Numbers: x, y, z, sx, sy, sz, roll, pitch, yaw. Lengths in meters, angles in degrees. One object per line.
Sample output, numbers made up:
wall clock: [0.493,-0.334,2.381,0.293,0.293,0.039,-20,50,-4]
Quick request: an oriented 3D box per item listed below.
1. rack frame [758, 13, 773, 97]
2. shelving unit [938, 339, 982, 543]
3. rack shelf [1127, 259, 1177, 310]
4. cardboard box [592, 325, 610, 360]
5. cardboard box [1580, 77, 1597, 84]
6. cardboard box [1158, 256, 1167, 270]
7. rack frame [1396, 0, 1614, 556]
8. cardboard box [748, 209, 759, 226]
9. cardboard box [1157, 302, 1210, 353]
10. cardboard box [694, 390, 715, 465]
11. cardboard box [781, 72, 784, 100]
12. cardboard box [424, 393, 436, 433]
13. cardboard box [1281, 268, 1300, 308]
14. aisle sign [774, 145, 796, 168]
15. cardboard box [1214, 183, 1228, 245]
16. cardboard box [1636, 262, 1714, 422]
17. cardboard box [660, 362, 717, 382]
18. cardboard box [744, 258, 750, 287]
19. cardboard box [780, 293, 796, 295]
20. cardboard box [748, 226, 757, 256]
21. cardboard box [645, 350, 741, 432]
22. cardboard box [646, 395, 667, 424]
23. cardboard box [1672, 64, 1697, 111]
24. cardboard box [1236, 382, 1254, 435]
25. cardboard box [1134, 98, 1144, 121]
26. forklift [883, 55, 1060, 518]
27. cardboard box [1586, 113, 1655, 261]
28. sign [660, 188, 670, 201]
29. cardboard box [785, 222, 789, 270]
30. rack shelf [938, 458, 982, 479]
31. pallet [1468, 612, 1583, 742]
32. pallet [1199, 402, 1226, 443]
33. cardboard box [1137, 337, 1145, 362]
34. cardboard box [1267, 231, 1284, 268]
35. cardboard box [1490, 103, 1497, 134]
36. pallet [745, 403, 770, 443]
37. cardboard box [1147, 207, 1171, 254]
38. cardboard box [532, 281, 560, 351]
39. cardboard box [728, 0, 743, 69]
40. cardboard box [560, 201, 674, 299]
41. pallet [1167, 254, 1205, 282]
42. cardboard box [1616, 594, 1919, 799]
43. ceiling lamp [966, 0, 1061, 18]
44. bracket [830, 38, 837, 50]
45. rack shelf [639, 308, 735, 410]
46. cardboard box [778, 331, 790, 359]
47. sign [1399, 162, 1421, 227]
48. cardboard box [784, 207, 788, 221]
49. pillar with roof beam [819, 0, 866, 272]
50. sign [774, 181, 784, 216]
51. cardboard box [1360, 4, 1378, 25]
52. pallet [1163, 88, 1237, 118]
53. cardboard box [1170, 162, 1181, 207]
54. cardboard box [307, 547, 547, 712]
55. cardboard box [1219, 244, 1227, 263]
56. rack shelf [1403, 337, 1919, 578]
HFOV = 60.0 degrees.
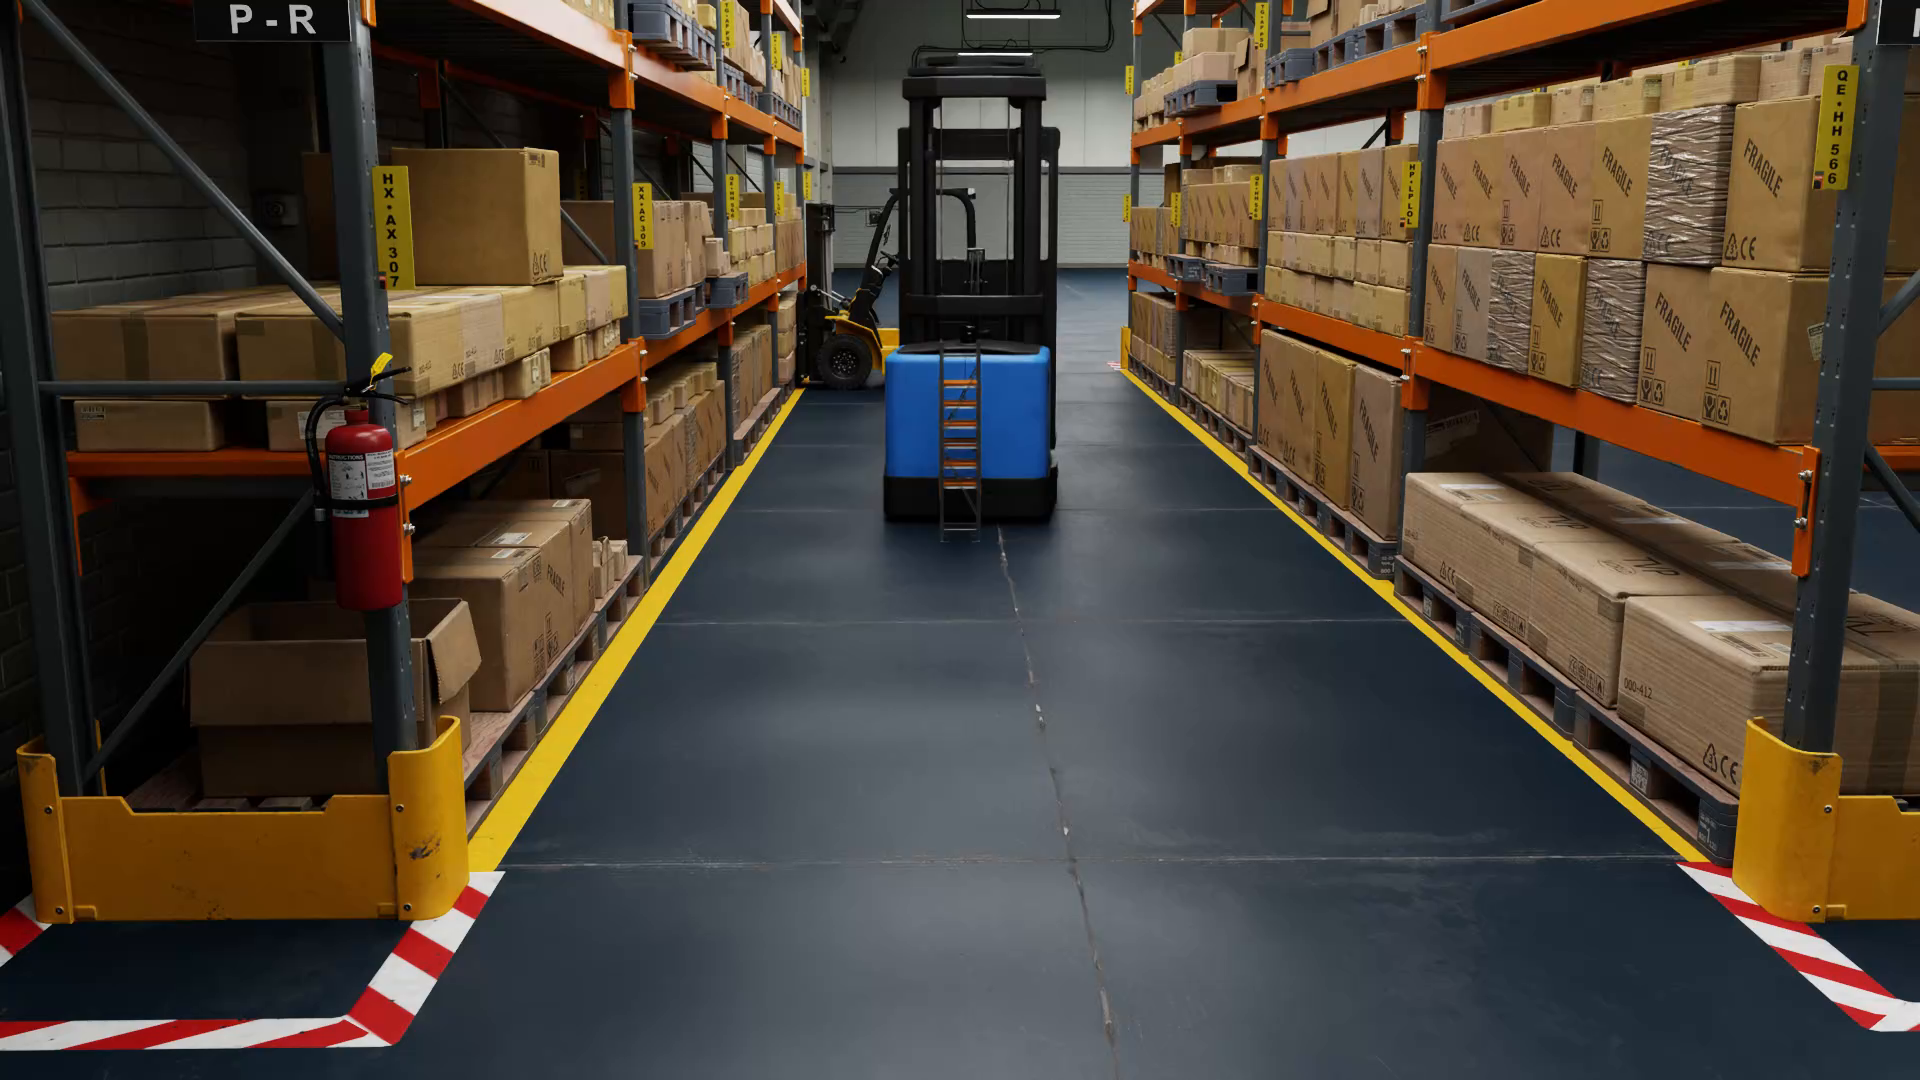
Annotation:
rack frame: [-2.305,-5.731,15.673,1.000,3.000,0.127,0,11,-1]
shelving unit: [0.000,-0.591,9.954,0.258,1.200,0.189,0,11,-1]
rack shelf: [2.616,-2.857,18.405,1.077,0.370,4.000,0,11,-1]
cardboard box: [-1.824,-0.911,7.639,0.380,0.149,0.250,0,11,0]
cardboard box: [7.298,-5.146,18.657,0.500,0.250,0.500,0,11,-2]
cardboard box: [2.322,-2.953,17.703,0.380,0.149,0.250,0,11,-2]
rack frame: [2.823,-1.221,8.535,1.000,3.000,0.127,0,11,-1]
cardboard box: [-1.937,-2.784,14.355,0.380,0.149,0.250,-1,11,-3]
cardboard box: [2.365,-2.255,17.603,0.500,0.500,0.500,0,11,0]
cardboard box: [-1.999,-0.793,11.656,0.500,0.500,0.500,0,11,-2]
cardboard box: [-2.032,-4.746,17.393,0.396,0.266,0.258,-1,11,-2]
cardboard box: [-1.841,-0.399,5.112,0.380,0.149,0.250,0,11,0]
cardboard box: [2.527,-1.743,11.482,0.500,0.250,0.500,-1,11,-3]
aisle sign: [-2.095,-4.874,20.000,0.394,0.787,0.004,0,11,-1]
cardboard box: [2.420,-2.709,13.813,0.500,0.500,0.500,-1,12,-5]
cardboard box: [2.636,-0.670,5.565,0.500,0.500,0.500,0,11,-2]
cardboard box: [-1.959,-1.197,12.013,0.380,0.149,0.250,-1,11,-4]
cardboard box: [-2.010,-2.213,13.802,0.500,0.250,0.500,-1,11,-3]
cardboard box: [-2.050,-2.742,19.376,0.500,0.250,0.500,0,11,0]
cardboard box: [-2.025,-2.561,14.259,0.500,0.250,0.500,0,11,0]
cardboard box: [-2.222,-1.161,13.156,0.875,0.625,0.625,0,11,1]
cardboard box: [-1.968,-0.781,9.965,0.380,0.149,0.250,0,11,-1]
cardboard box: [2.615,-1.505,5.536,0.380,0.149,0.250,0,11,0]
cardboard box: [2.738,-1.047,13.227,0.950,0.372,0.625,-1,12,-5]
cardboard box: [2.319,-5.048,19.482,0.500,0.250,0.500,0,11,-2]
forklift: [0.141,-1.820,11.656,1.130,2.935,3.031,1,11,4]
cardboard box: [2.610,-1.262,5.970,0.500,0.500,0.500,0,11,-1]
sign: [-2.860,-3.251,16.162,0.100,0.325,0.005,0,11,-1]
cardboard box: [-2.092,-3.133,17.705,0.500,0.500,0.500,0,11,-2]
rack shelf: [0.000,-0.430,9.987,0.258,0.103,0.180,0,11,-1]
pallet: [2.788,0.540,6.867,1.003,0.211,1.213,0,11,-1]
pallet: [2.703,-1.047,14.689,1.003,0.211,1.213,0,11,-1]
cardboard box: [2.318,-2.202,19.228,0.500,0.250,0.500,0,11,1]
cardboard box: [2.504,-2.086,11.918,0.500,0.250,0.500,0,11,-2]
cardboard box: [2.639,-1.913,7.546,0.380,0.149,0.250,0,11,-2]
pallet: [-2.223,-1.034,14.627,1.003,0.211,1.213,0,11,-1]
cardboard box: [2.352,-3.401,18.279,0.500,0.500,0.500,0,11,-2]
cardboard box: [-1.853,-0.871,6.438,0.500,0.250,0.500,-1,11,-3]
cardboard box: [-2.104,-4.014,13.197,0.700,0.500,0.500,0,11,-2]
cardboard box: [-1.926,-1.552,8.857,0.700,0.500,0.500,0,11,0]
pallet: [2.528,-2.565,15.641,1.003,0.211,1.213,0,11,-1]
cardboard box: [2.792,0.493,5.473,0.875,0.438,0.875,-1,11,-3]
ceiling lamp: [1.122,-12.648,35.090,2.000,3.185,0.800,0,11,-1]
bracket: [-3.478,-13.518,45.004,0.076,0.066,4.783,0,11,-1]
rack shelf: [-2.181,-1.245,10.462,1.077,0.370,4.000,0,11,-1]
cardboard box: [-2.006,-1.991,16.931,0.500,0.250,0.500,0,11,-1]
sign: [2.281,-1.746,8.407,0.100,0.325,0.005,0,11,-1]
cardboard box: [-2.061,-3.529,18.028,0.380,0.149,0.250,0,11,-2]
pillar with roof beam: [0.410,-12.365,48.373,9.100,9.000,0.548,0,11,-1]
sign: [-1.763,-3.323,16.182,0.100,0.325,0.005,0,11,-1]
cardboard box: [2.634,-3.158,10.068,0.380,0.166,0.250,1,11,4]
pallet: [2.564,-4.066,15.487,1.213,0.211,1.003,0,11,-1]
cardboard box: [2.807,-4.090,19.162,0.700,0.500,0.500,0,11,-1]
cardboard box: [-1.954,0.322,6.158,0.700,0.500,0.500,0,11,1]
cardboard box: [2.353,-2.371,13.777,0.380,0.149,0.250,0,11,0]
rack shelf: [2.864,-0.471,6.647,1.077,0.370,4.000,0,11,-1]
